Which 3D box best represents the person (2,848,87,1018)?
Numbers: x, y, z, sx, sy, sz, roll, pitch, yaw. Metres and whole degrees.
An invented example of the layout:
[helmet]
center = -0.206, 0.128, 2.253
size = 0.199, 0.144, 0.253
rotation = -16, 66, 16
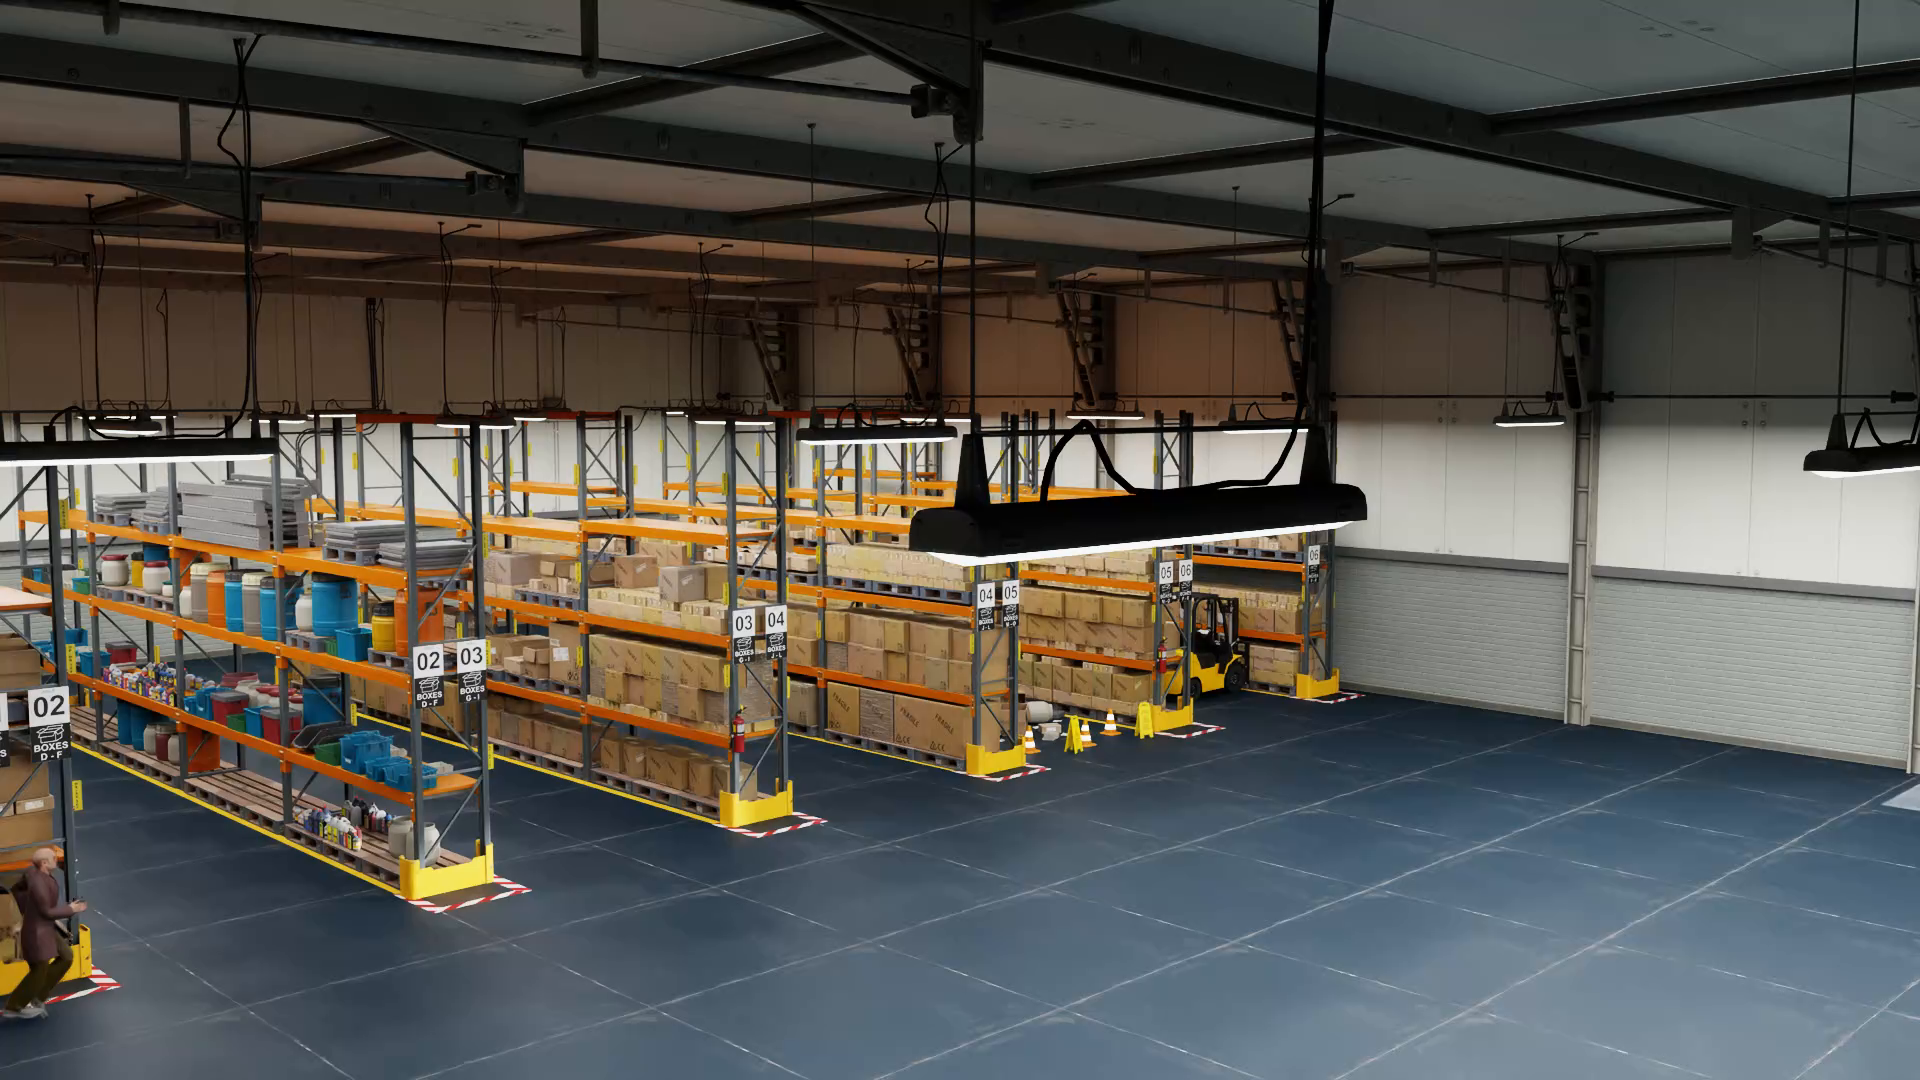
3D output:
[person]
center = -9.327, 4.009, 16.925
size = 0.808, 1.787, 0.674
rotation = -2, 5, -26
